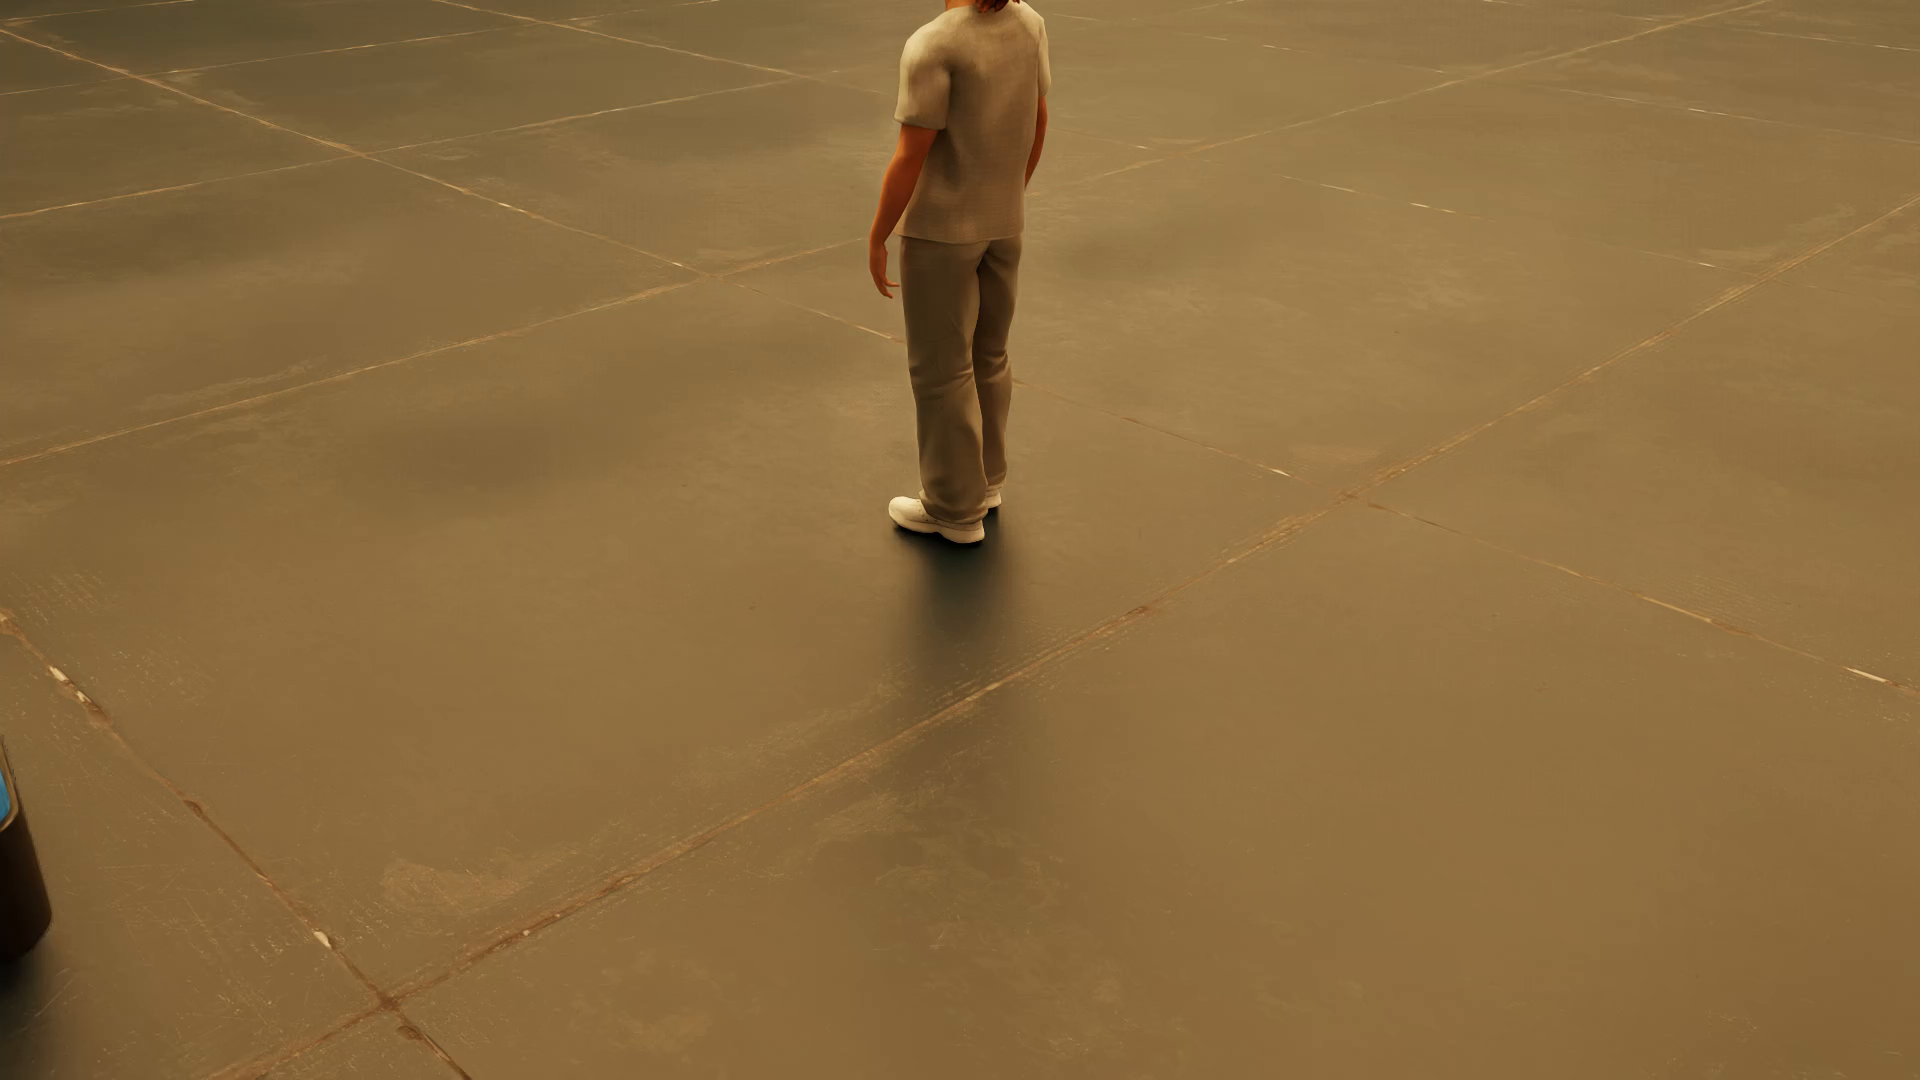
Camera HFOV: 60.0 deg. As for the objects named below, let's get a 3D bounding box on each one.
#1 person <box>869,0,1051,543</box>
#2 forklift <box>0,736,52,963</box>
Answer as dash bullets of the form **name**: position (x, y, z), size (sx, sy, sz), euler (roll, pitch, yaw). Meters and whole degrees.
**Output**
- **person**: position (-0.042, -0.786, 4.226), size (0.549, 1.675, 0.549), euler (-24, 35, -39)
- **forklift**: position (-3.133, -0.358, 1.943), size (3.031, 2.935, 1.130), euler (-17, 31, -30)
